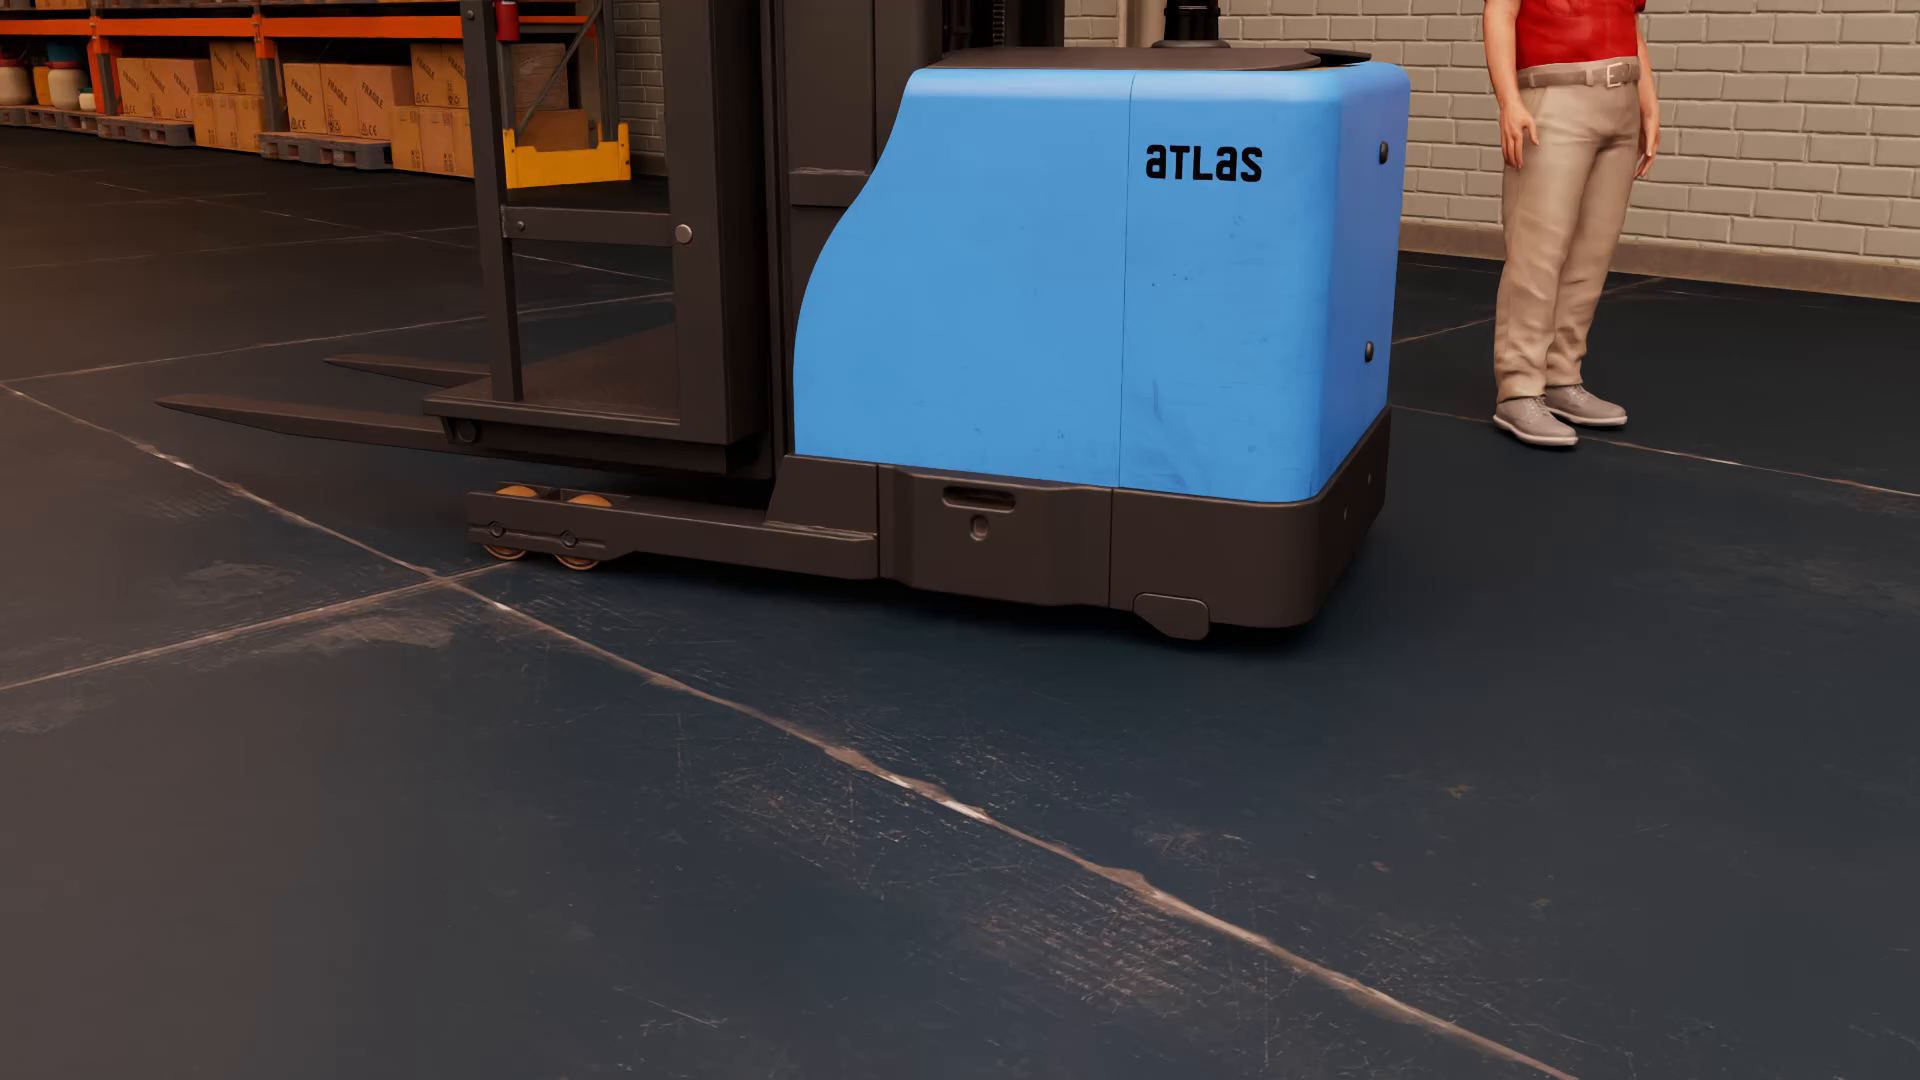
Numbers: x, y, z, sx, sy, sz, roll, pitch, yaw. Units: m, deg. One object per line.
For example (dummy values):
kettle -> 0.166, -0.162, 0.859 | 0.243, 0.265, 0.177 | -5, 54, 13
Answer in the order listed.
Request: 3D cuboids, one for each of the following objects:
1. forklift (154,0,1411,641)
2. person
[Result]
forklift -> -0.563, -1.469, 3.684 | 3.031, 2.935, 1.130 | 7, 18, 21
person -> 1.825, -1.186, 4.781 | 0.640, 1.727, 0.550 | -9, 19, -27
